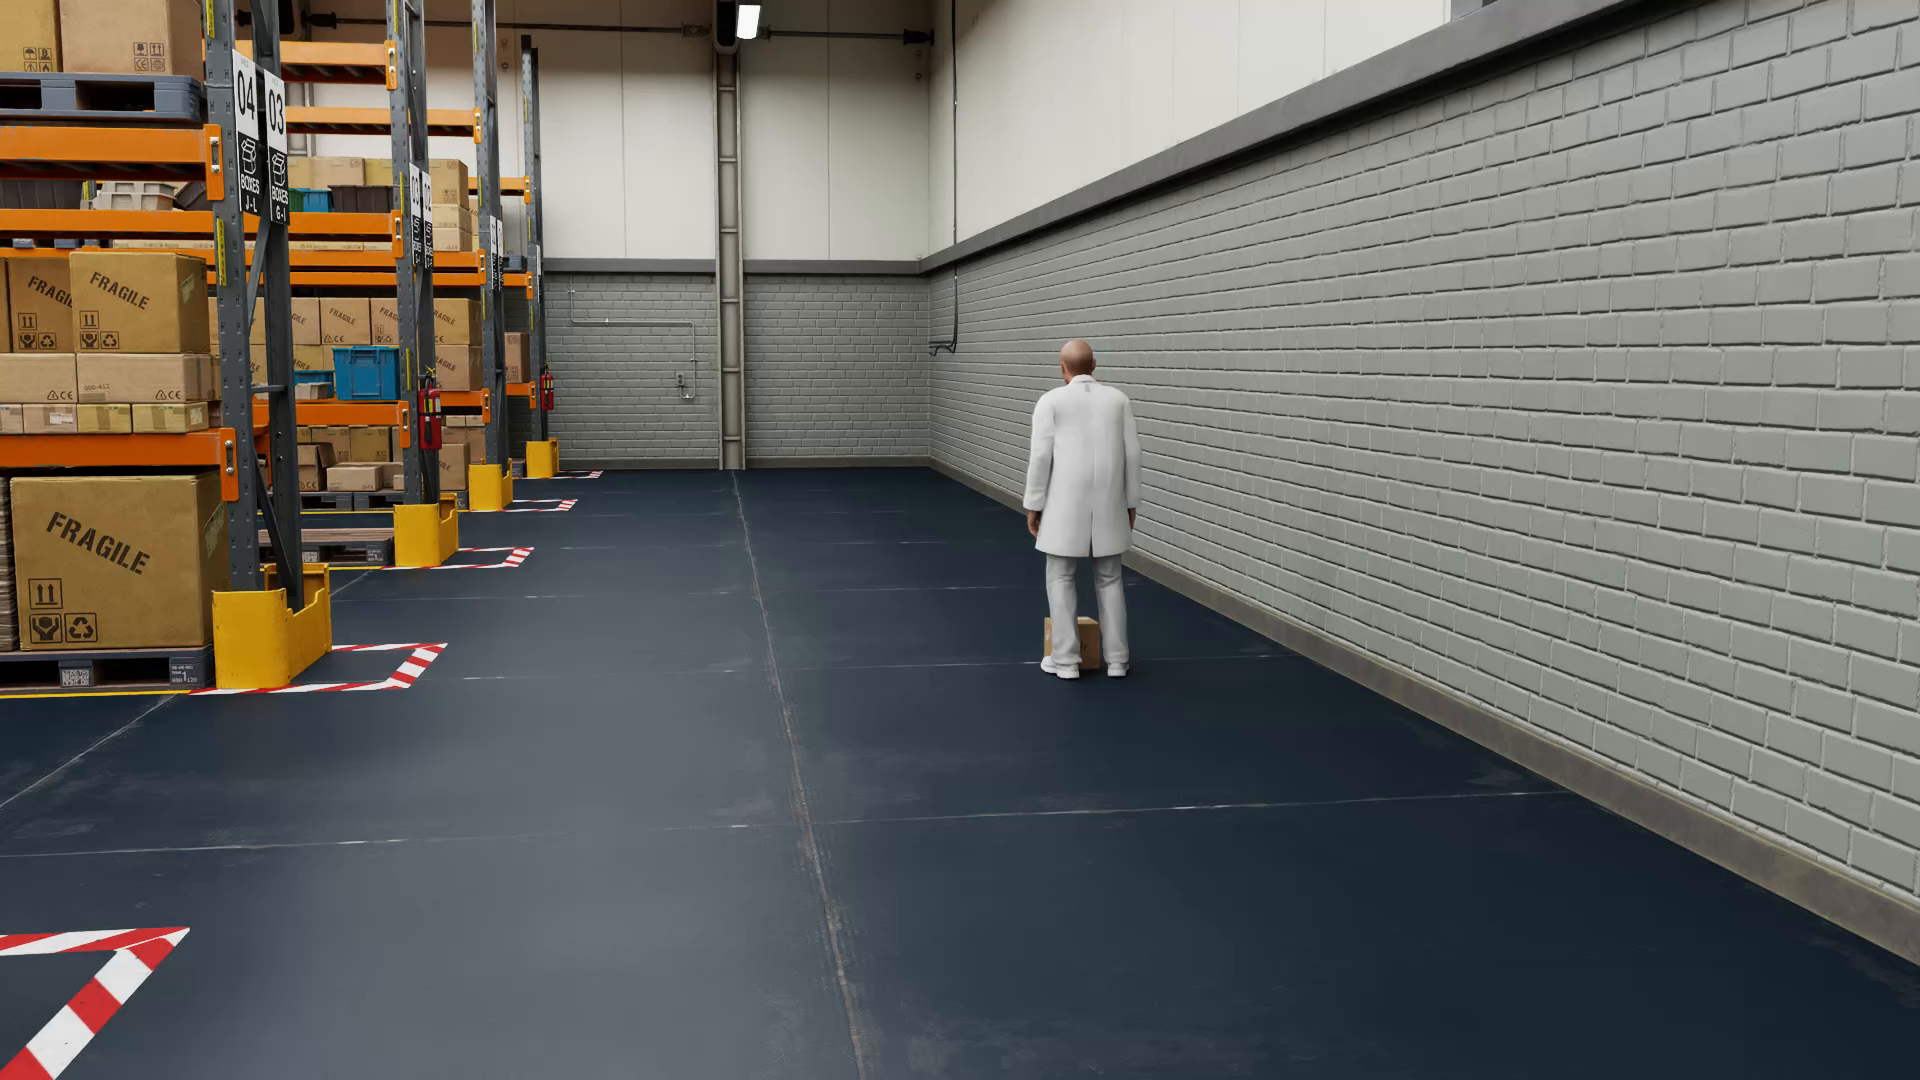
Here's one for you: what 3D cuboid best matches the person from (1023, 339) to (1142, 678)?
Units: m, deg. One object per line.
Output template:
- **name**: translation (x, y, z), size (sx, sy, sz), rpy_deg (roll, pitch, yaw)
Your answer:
- **person**: translation (0.645, -0.165, 8.766), size (0.646, 1.772, 0.429), rpy_deg (-1, 6, -12)
